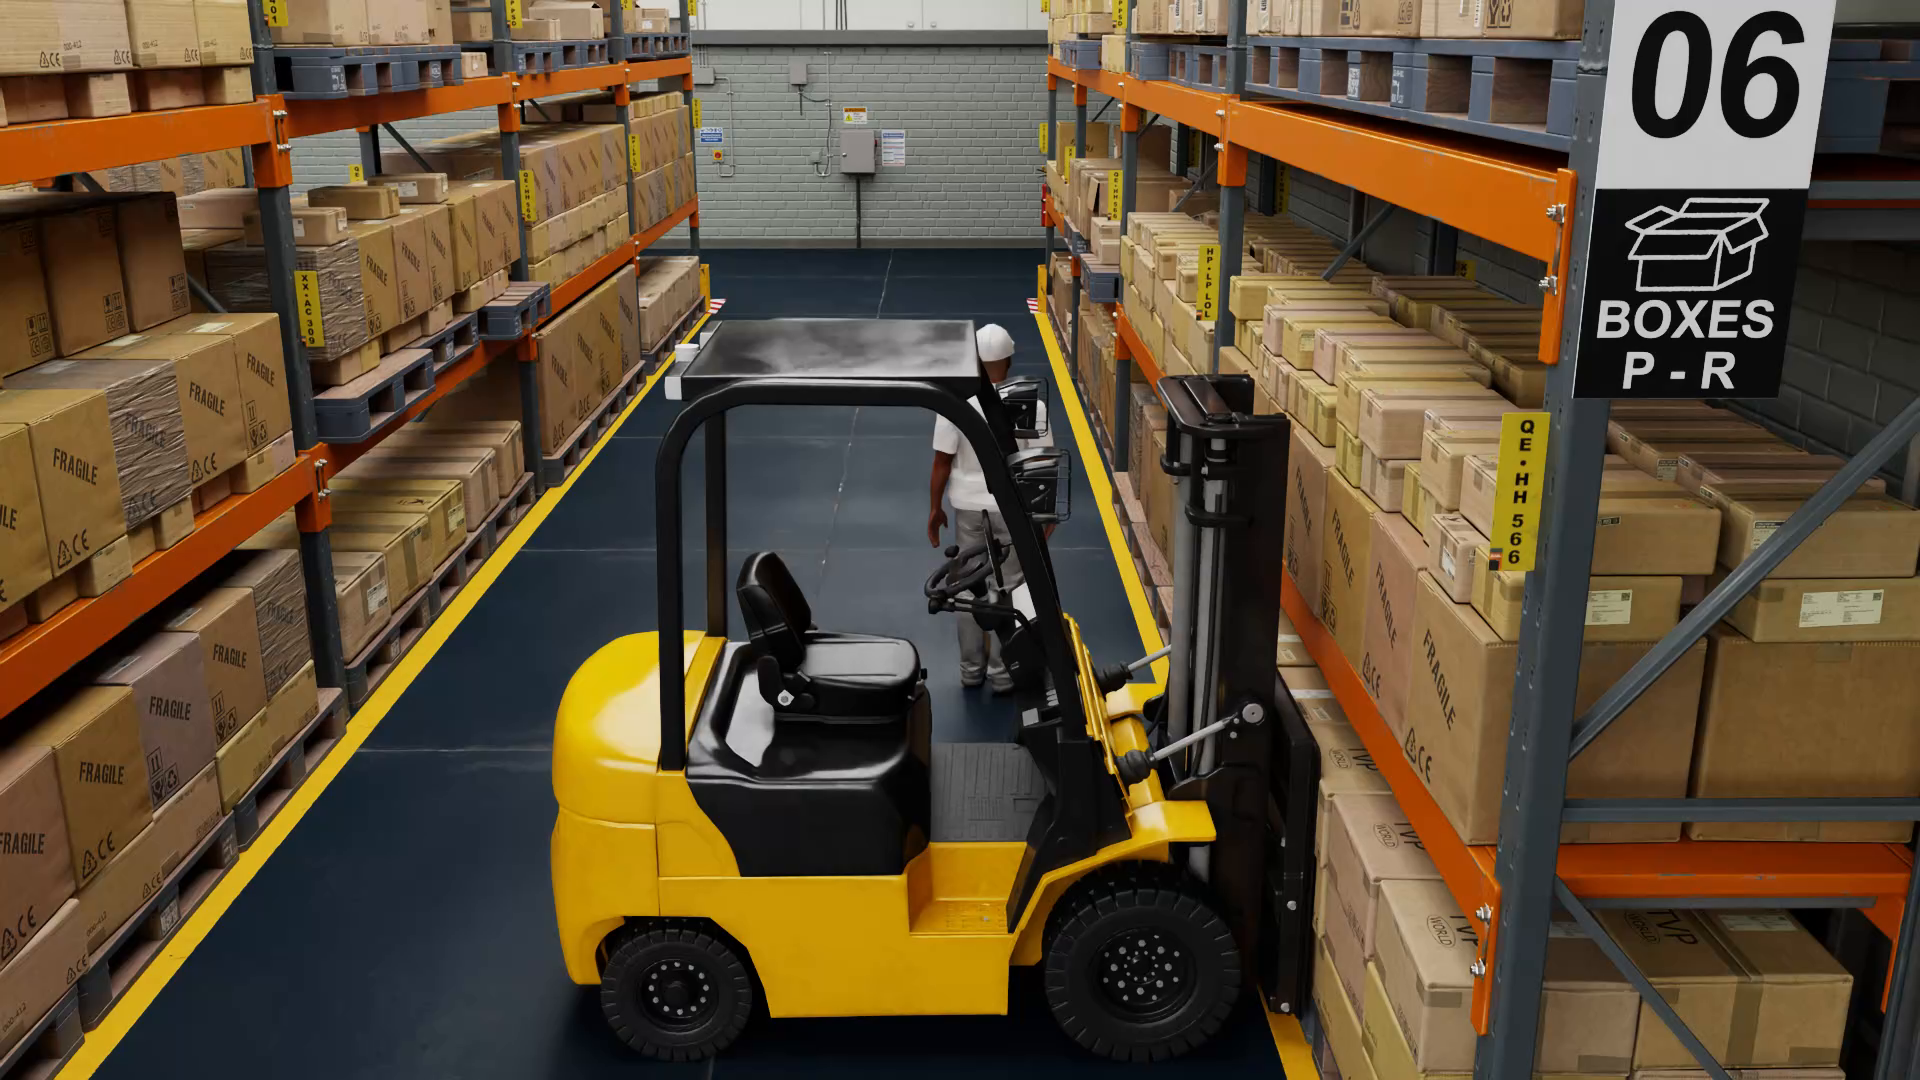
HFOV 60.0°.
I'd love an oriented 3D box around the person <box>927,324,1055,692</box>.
[{"bbox_3d":[0.160,-0.157,7.952,0.608,1.762,0.390,3,17,10],"label":"person"}]
